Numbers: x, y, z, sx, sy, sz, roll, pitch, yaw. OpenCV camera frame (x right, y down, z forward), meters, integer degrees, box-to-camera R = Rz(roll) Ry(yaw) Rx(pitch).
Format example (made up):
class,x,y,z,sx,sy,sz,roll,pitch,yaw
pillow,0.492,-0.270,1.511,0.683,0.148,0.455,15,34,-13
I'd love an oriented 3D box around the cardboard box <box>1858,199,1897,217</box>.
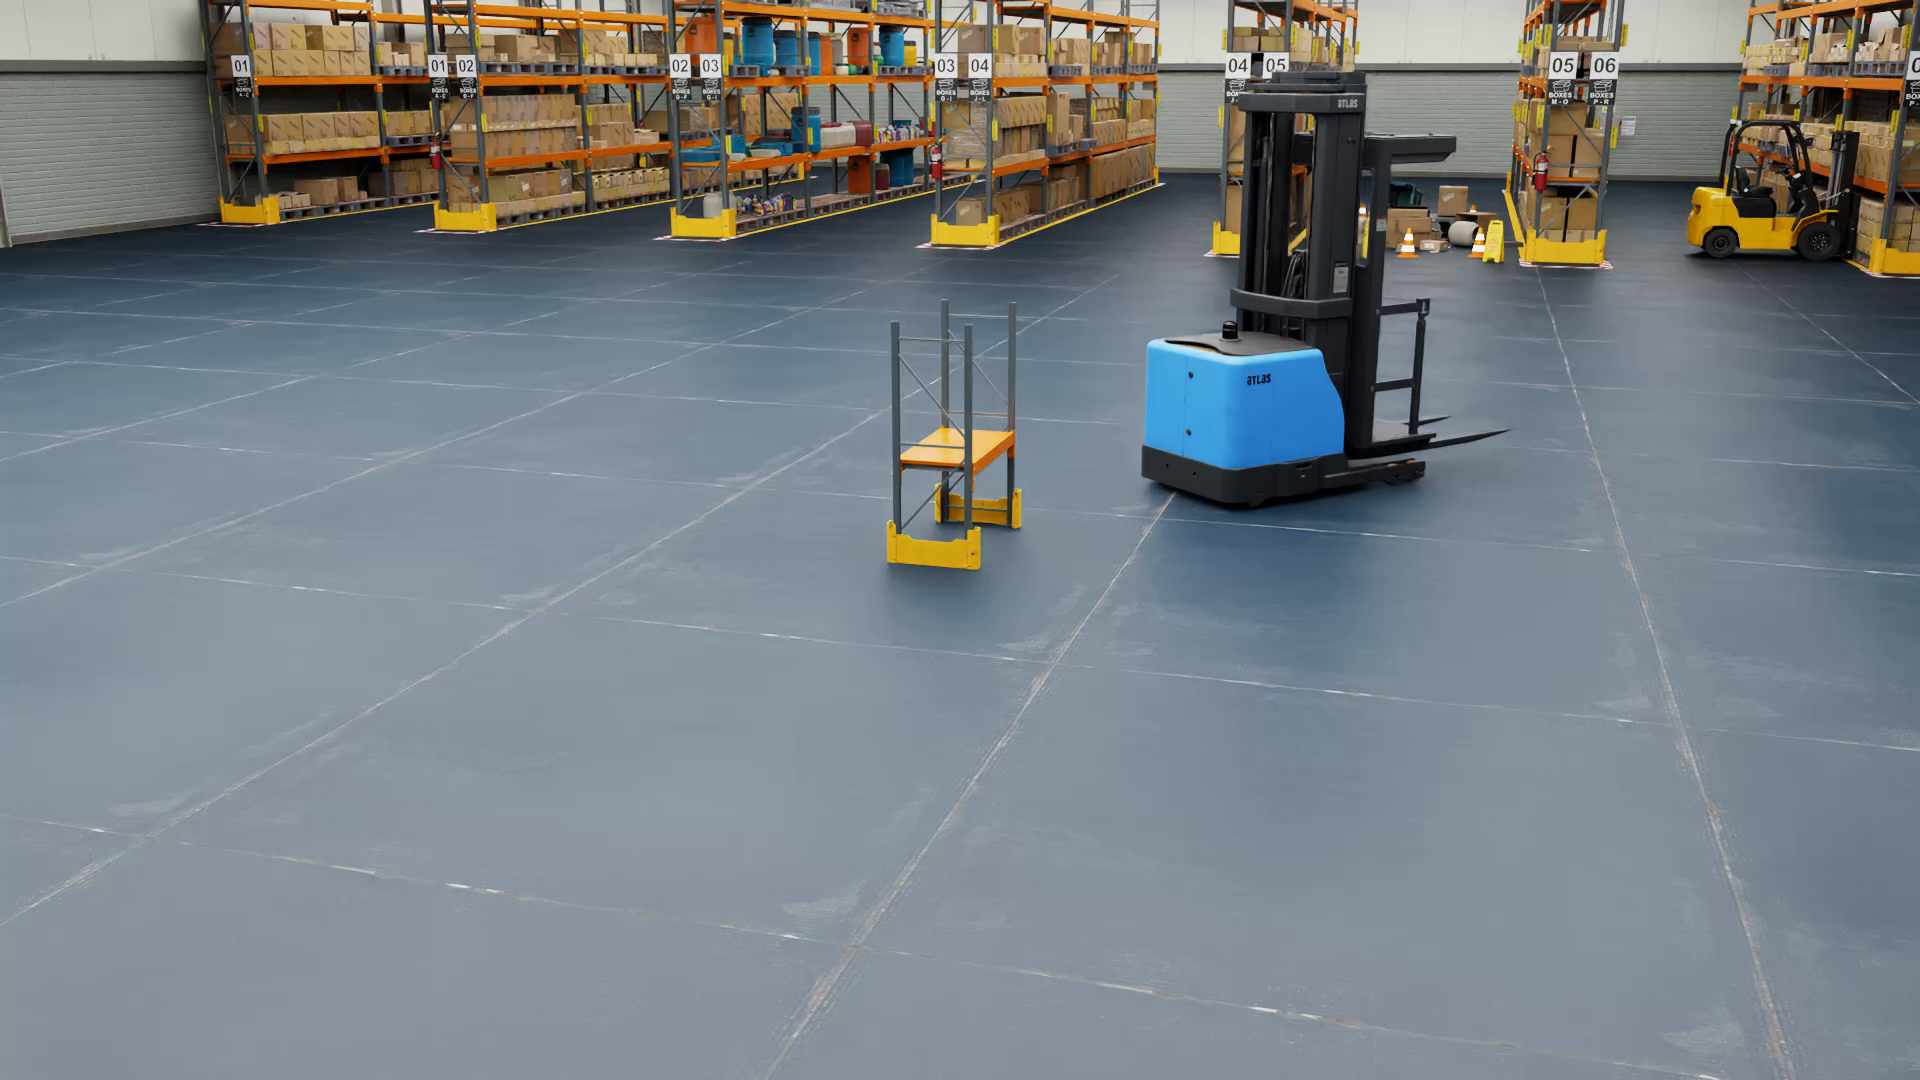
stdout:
class,x,y,z,sx,sy,sz,roll,pitch,yaw
cardboard box,14.436,-5.237,26.232,0.500,0.250,0.500,5,17,17

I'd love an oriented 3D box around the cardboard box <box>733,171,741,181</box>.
class,x,y,z,sx,sy,sz,roll,pitch,yaw
cardboard box,-5.883,-9.384,42.191,0.500,0.500,0.500,5,16,16

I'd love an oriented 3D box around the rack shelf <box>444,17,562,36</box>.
class,x,y,z,sx,sy,sz,roll,pitch,yaw
rack shelf,-11.336,-12.734,41.284,1.077,0.370,4.000,5,16,16

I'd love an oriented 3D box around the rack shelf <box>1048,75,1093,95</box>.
class,x,y,z,sx,sy,sz,roll,pitch,yaw
rack shelf,1.775,-9.284,33.886,1.077,0.370,4.000,5,16,16

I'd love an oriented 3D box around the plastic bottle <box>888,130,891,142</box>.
class,x,y,z,sx,sy,sz,roll,pitch,yaw
plastic bottle,-1.651,-9.391,38.676,0.097,0.271,0.097,0,16,0

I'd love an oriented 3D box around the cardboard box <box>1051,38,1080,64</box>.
class,x,y,z,sx,sy,sz,roll,pitch,yaw
cardboard box,2.157,-10.035,34.114,0.500,0.500,0.500,5,17,17

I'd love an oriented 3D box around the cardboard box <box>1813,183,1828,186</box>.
class,x,y,z,sx,sy,sz,roll,pitch,yaw
cardboard box,16.414,-6.456,31.674,0.875,0.625,0.625,5,17,18

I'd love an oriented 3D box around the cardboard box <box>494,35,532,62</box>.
class,x,y,z,sx,sy,sz,roll,pitch,yaw
cardboard box,-8.693,-9.561,32.333,0.500,0.500,0.500,5,16,16

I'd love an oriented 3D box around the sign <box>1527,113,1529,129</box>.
class,x,y,z,sx,sy,sz,roll,pitch,yaw
sign,10.175,-7.495,29.634,0.100,0.325,0.005,5,16,16

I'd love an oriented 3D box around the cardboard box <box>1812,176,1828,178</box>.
class,x,y,z,sx,sy,sz,roll,pitch,yaw
cardboard box,17.341,-7.257,33.539,0.380,0.149,0.250,4,16,15

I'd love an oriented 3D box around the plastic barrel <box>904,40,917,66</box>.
class,x,y,z,sx,sy,sz,roll,pitch,yaw
plastic barrel,-1.334,-11.622,39.696,0.600,0.588,0.600,0,16,0

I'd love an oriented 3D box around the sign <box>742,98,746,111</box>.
class,x,y,z,sx,sy,sz,roll,pitch,yaw
sign,-5.484,-11.041,42.137,0.100,0.325,0.005,5,16,16

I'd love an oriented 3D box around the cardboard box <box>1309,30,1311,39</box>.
class,x,y,z,sx,sy,sz,roll,pitch,yaw
cardboard box,6.063,-9.022,29.691,0.380,0.149,0.250,5,16,16

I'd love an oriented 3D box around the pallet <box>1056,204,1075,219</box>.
class,x,y,z,sx,sy,sz,roll,pitch,yaw
pallet,1.771,-6.846,34.581,1.003,0.211,1.213,5,16,16

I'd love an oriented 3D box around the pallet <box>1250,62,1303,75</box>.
class,x,y,z,sx,sy,sz,roll,pitch,yaw
pallet,5.342,-8.122,28.633,1.003,0.211,1.213,5,16,16

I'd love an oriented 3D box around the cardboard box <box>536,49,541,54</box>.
class,x,y,z,sx,sy,sz,roll,pitch,yaw
cardboard box,-8.840,-9.850,33.700,0.500,0.311,0.500,4,16,13

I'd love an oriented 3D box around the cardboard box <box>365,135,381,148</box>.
class,x,y,z,sx,sy,sz,roll,pitch,yaw
cardboard box,-12.885,-8.606,35.913,0.500,0.250,0.500,5,16,16

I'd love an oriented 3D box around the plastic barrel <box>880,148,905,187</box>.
class,x,y,z,sx,sy,sz,roll,pitch,yaw
plastic barrel,-1.641,-9.007,40.165,0.600,0.901,0.708,5,16,16

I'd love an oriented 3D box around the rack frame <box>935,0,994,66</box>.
class,x,y,z,sx,sy,sz,roll,pitch,yaw
rack frame,0.070,-9.504,27.844,1.000,3.000,0.127,5,16,16

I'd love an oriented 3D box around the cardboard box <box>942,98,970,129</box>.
class,x,y,z,sx,sy,sz,roll,pitch,yaw
cardboard box,-0.011,-7.453,29.047,0.500,0.500,0.500,5,16,16

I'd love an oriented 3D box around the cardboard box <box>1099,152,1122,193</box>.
class,x,y,z,sx,sy,sz,roll,pitch,yaw
cardboard box,3.064,-8.534,38.544,1.225,0.875,0.875,4,16,14

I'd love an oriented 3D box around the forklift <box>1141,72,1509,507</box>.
class,x,y,z,sx,sy,sz,roll,pitch,yaw
forklift,2.855,-1.921,12.230,3.031,2.935,1.130,-10,18,-31

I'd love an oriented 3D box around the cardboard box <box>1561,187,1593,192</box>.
class,x,y,z,sx,sy,sz,roll,pitch,yaw
cardboard box,10.654,-5.827,28.770,0.500,0.500,0.500,5,17,17

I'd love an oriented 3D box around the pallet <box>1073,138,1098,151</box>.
class,x,y,z,sx,sy,sz,roll,pitch,yaw
pallet,2.243,-8.423,35.382,1.213,0.211,1.003,5,16,16

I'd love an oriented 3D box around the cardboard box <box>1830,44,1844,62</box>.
class,x,y,z,sx,sy,sz,roll,pitch,yaw
cardboard box,15.658,-8.571,29.264,0.500,0.311,0.500,4,16,14

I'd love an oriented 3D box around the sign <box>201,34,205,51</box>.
class,x,y,z,sx,sy,sz,roll,pitch,yaw
sign,-14.704,-9.687,32.366,0.100,0.325,0.005,5,16,16

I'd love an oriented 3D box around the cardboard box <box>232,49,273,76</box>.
class,x,y,z,sx,sy,sz,roll,pitch,yaw
cardboard box,-13.843,-9.339,32.540,0.500,0.500,0.500,5,17,17

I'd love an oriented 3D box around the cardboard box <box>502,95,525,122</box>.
class,x,y,z,sx,sy,sz,roll,pitch,yaw
cardboard box,-8.981,-8.464,32.612,0.700,0.500,0.500,5,16,16

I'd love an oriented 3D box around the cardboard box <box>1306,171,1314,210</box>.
class,x,y,z,sx,sy,sz,roll,pitch,yaw
cardboard box,6.565,-7.038,33.498,1.050,0.750,0.750,5,17,17

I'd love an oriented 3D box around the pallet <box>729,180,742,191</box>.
class,x,y,z,sx,sy,sz,roll,pitch,yaw
pallet,-6.212,-8.969,42.063,1.003,0.211,1.213,5,16,16

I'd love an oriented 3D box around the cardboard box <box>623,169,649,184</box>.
class,x,y,z,sx,sy,sz,roll,pitch,yaw
cardboard box,-7.354,-8.204,37.499,0.500,0.311,0.500,5,16,16

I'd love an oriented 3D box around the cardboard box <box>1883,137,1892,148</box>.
class,x,y,z,sx,sy,sz,roll,pitch,yaw
cardboard box,14.205,-6.007,25.138,0.380,0.149,0.250,5,17,17

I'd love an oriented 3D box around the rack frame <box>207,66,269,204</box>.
class,x,y,z,sx,sy,sz,roll,pitch,yaw
rack frame,-14.178,-7.770,32.726,1.000,3.000,0.127,5,16,16

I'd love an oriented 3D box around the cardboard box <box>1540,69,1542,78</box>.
class,x,y,z,sx,sy,sz,roll,pitch,yaw
cardboard box,9.933,-7.825,27.883,0.380,0.149,0.250,4,16,15

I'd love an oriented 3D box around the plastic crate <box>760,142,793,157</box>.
class,x,y,z,sx,sy,sz,roll,pitch,yaw
plastic crate,-3.597,-7.666,32.632,0.499,0.251,0.616,5,16,16

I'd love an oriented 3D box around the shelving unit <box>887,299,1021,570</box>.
class,x,y,z,sx,sy,sz,roll,pitch,yaw
shelving unit,-0.022,-0.702,10.554,0.587,1.500,1.083,5,16,16

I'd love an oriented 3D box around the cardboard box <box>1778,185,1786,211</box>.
class,x,y,z,sx,sy,sz,roll,pitch,yaw
cardboard box,16.671,-6.815,33.170,0.500,0.500,0.500,4,16,15

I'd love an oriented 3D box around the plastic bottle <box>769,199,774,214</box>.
class,x,y,z,sx,sy,sz,roll,pitch,yaw
plastic bottle,-3.682,-6.520,32.512,0.097,0.271,0.097,0,16,0

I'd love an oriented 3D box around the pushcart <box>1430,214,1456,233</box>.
class,x,y,z,sx,sy,sz,roll,pitch,yaw
pushcart,8.507,-5.798,30.578,1.648,0.377,0.936,-1,16,-3

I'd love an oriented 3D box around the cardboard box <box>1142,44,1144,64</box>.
class,x,y,z,sx,sy,sz,roll,pitch,yaw
cardboard box,4.245,-12.267,41.947,0.700,0.500,0.500,4,16,14

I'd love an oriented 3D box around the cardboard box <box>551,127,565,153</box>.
class,x,y,z,sx,sy,sz,roll,pitch,yaw
cardboard box,-8.554,-8.226,34.151,0.700,0.500,0.500,4,16,15

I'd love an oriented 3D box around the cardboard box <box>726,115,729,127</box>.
class,x,y,z,sx,sy,sz,roll,pitch,yaw
cardboard box,-6.121,-10.725,42.961,0.500,0.500,0.500,5,17,17

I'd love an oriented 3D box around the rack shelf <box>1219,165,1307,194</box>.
class,x,y,z,sx,sy,sz,roll,pitch,yaw
rack shelf,5.365,-6.384,29.157,1.077,0.370,4.000,5,16,16

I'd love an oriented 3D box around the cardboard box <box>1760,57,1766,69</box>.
class,x,y,z,sx,sy,sz,roll,pitch,yaw
cardboard box,17.776,-10.401,36.235,0.500,0.250,0.500,4,16,14

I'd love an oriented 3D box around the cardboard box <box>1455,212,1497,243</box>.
class,x,y,z,sx,sy,sz,roll,pitch,yaw
cardboard box,9.099,-5.519,29.368,0.500,0.500,0.500,-10,19,-32

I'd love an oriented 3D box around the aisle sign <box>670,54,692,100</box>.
class,x,y,z,sx,sy,sz,roll,pitch,yaw
aisle sign,-4.984,-8.256,29.677,0.394,0.787,0.004,5,16,16

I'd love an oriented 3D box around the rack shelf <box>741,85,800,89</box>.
class,x,y,z,sx,sy,sz,roll,pitch,yaw
rack shelf,-5.449,-12.146,43.977,1.077,0.370,4.000,5,16,16

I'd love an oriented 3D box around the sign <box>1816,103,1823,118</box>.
class,x,y,z,sx,sy,sz,roll,pitch,yaw
sign,18.274,-9.119,35.362,0.100,0.325,0.005,5,16,16

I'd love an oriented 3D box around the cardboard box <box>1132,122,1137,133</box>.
class,x,y,z,sx,sy,sz,roll,pitch,yaw
cardboard box,4.011,-10.060,40.531,0.500,0.250,0.500,5,16,16
